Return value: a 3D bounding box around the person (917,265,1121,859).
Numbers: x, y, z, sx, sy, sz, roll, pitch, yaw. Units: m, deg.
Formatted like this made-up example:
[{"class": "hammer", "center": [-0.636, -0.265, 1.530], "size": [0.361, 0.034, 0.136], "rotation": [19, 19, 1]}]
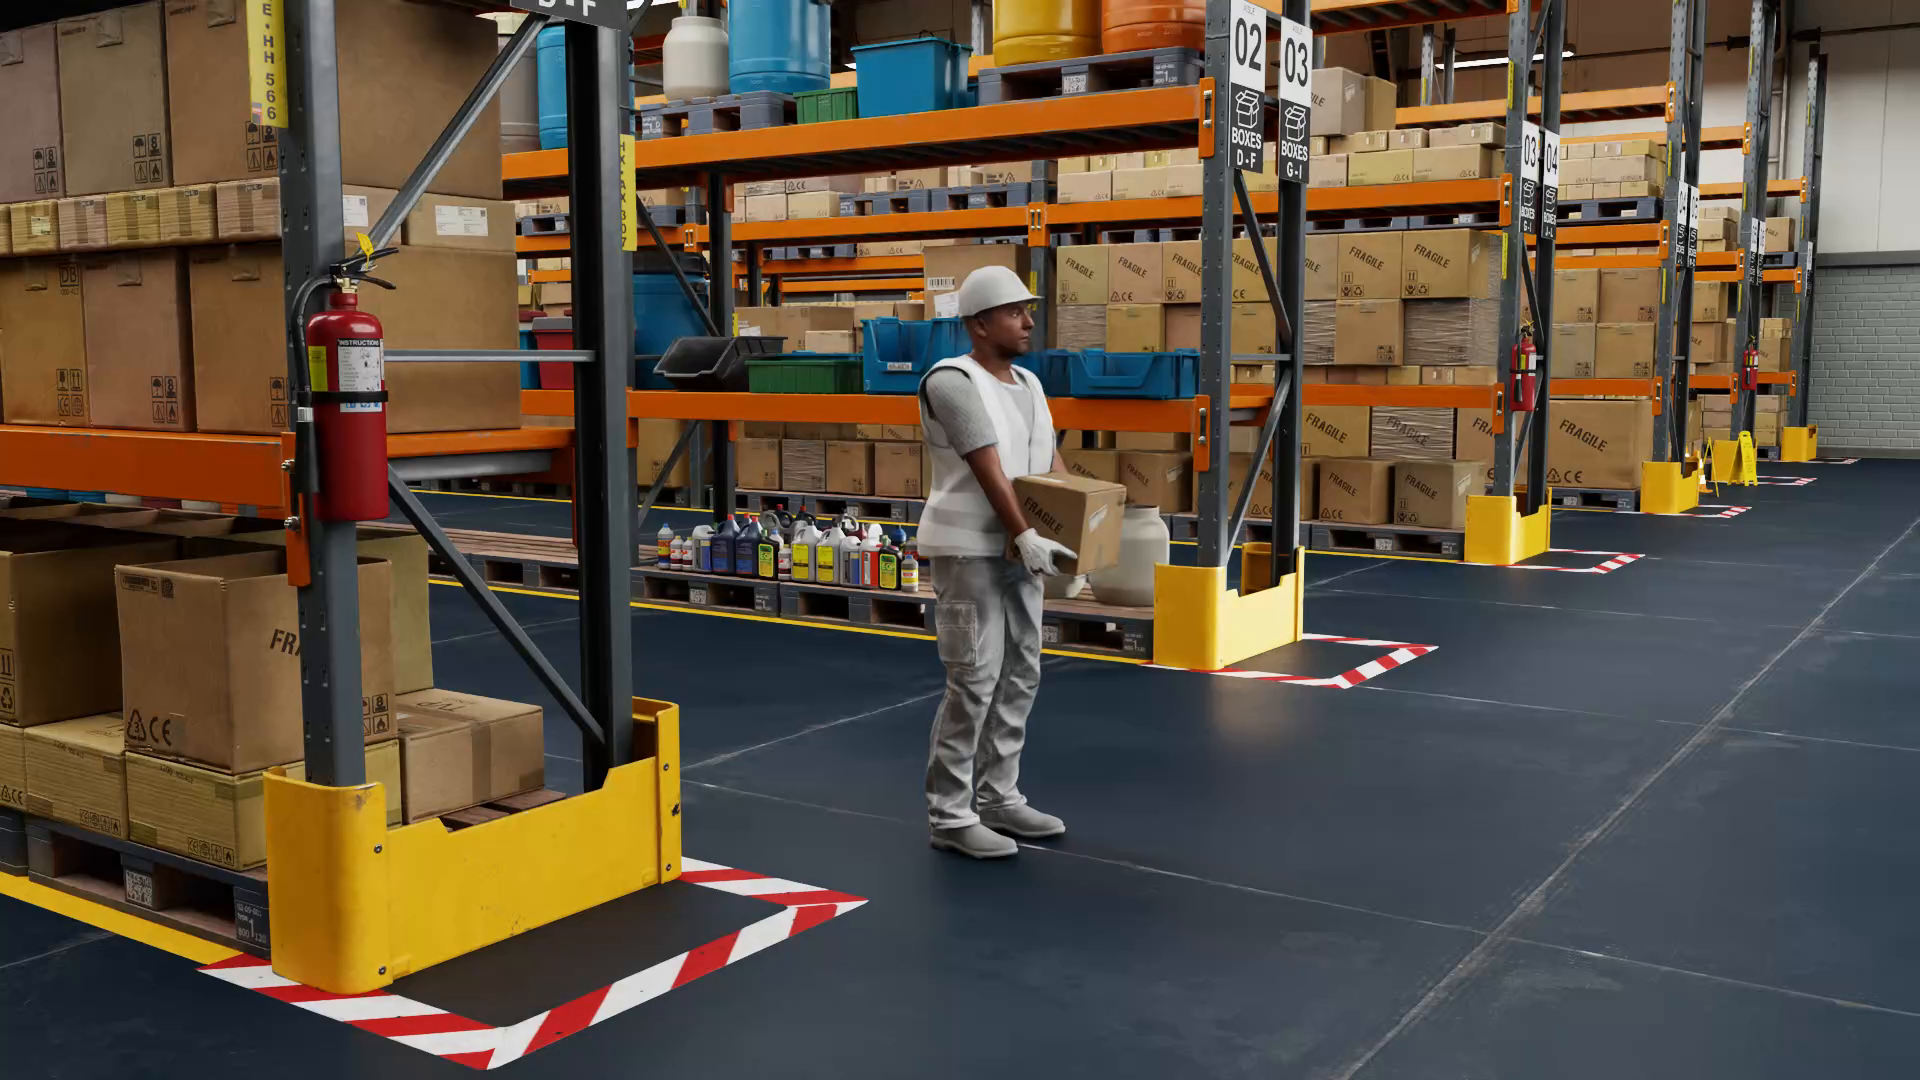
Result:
[{"class": "person", "center": [0.175, 0.060, 5.083], "size": [0.580, 1.782, 0.491], "rotation": [4, 7, 33]}]
